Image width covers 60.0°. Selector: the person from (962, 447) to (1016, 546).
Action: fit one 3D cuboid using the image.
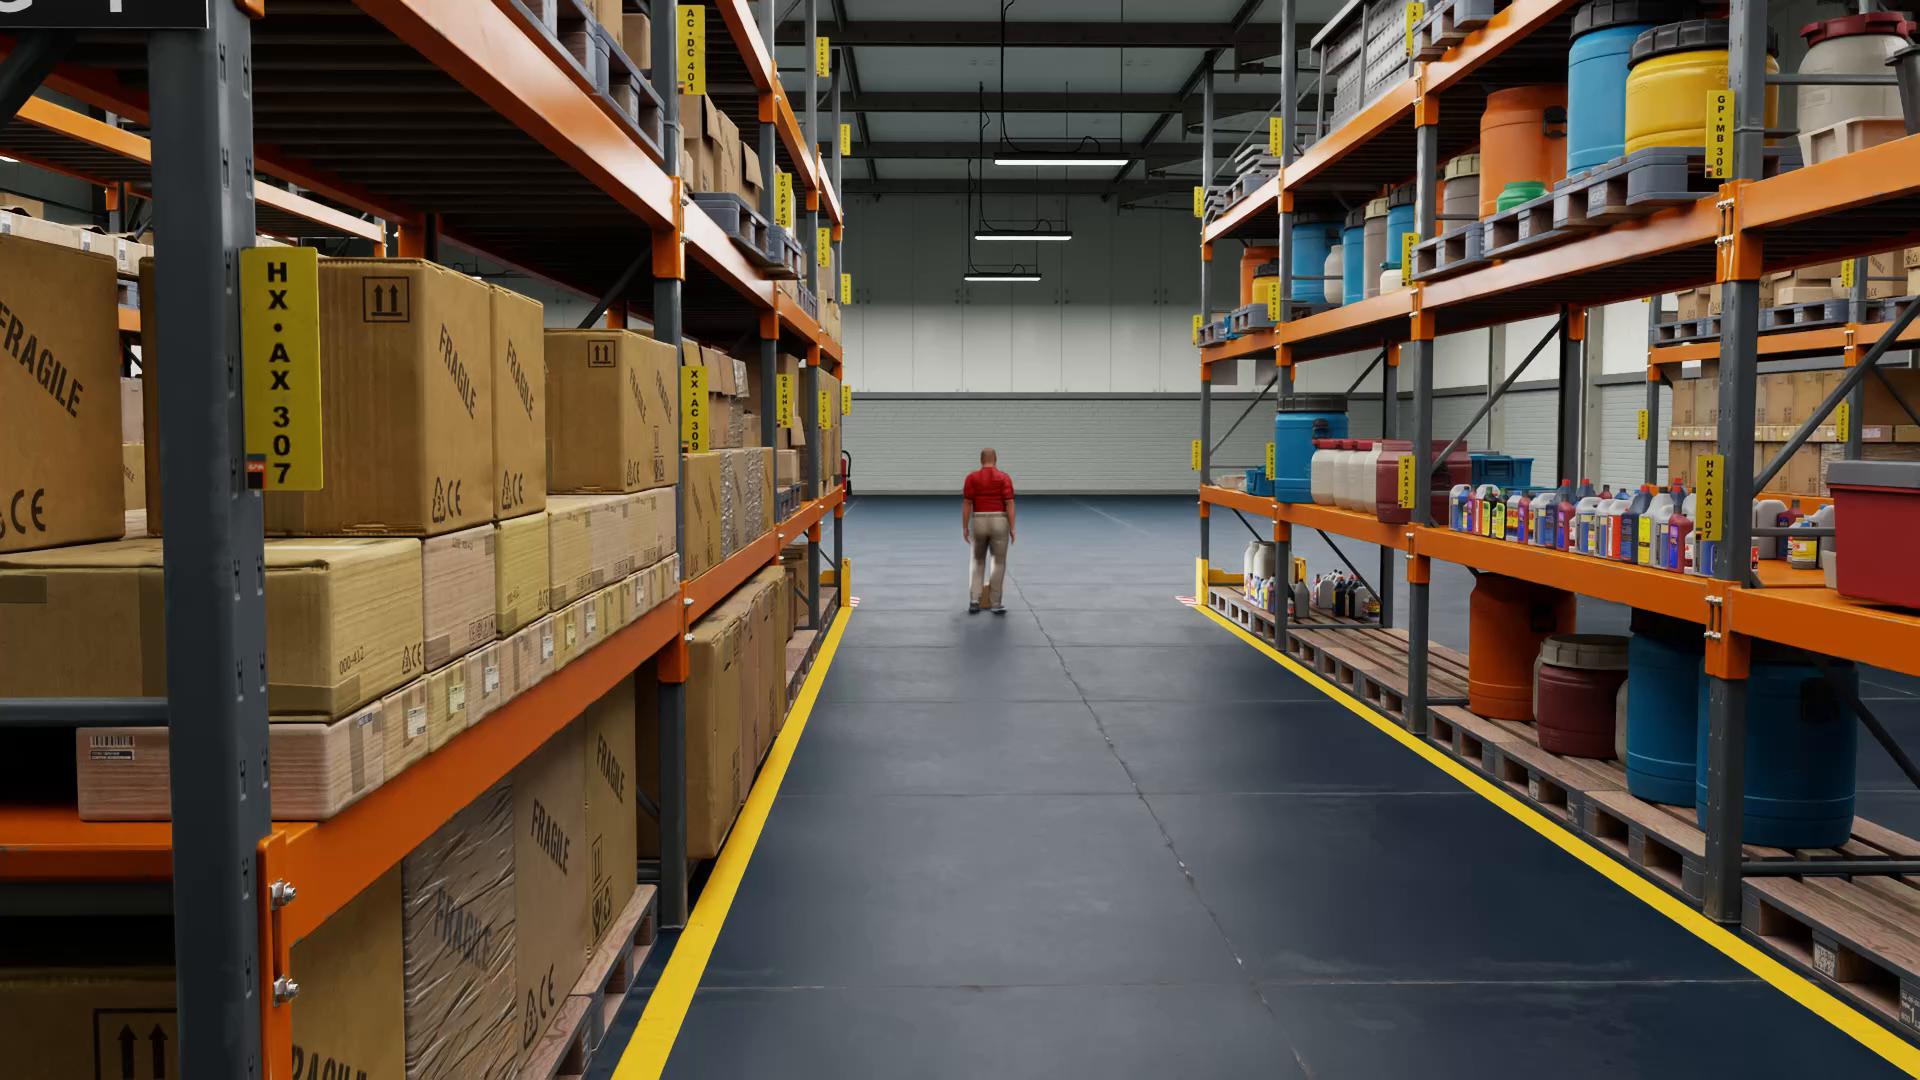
[{"bbox_3d":[0.312,-0.460,17.426,0.567,1.031,0.339,1,4,12],"label":"person"}]
